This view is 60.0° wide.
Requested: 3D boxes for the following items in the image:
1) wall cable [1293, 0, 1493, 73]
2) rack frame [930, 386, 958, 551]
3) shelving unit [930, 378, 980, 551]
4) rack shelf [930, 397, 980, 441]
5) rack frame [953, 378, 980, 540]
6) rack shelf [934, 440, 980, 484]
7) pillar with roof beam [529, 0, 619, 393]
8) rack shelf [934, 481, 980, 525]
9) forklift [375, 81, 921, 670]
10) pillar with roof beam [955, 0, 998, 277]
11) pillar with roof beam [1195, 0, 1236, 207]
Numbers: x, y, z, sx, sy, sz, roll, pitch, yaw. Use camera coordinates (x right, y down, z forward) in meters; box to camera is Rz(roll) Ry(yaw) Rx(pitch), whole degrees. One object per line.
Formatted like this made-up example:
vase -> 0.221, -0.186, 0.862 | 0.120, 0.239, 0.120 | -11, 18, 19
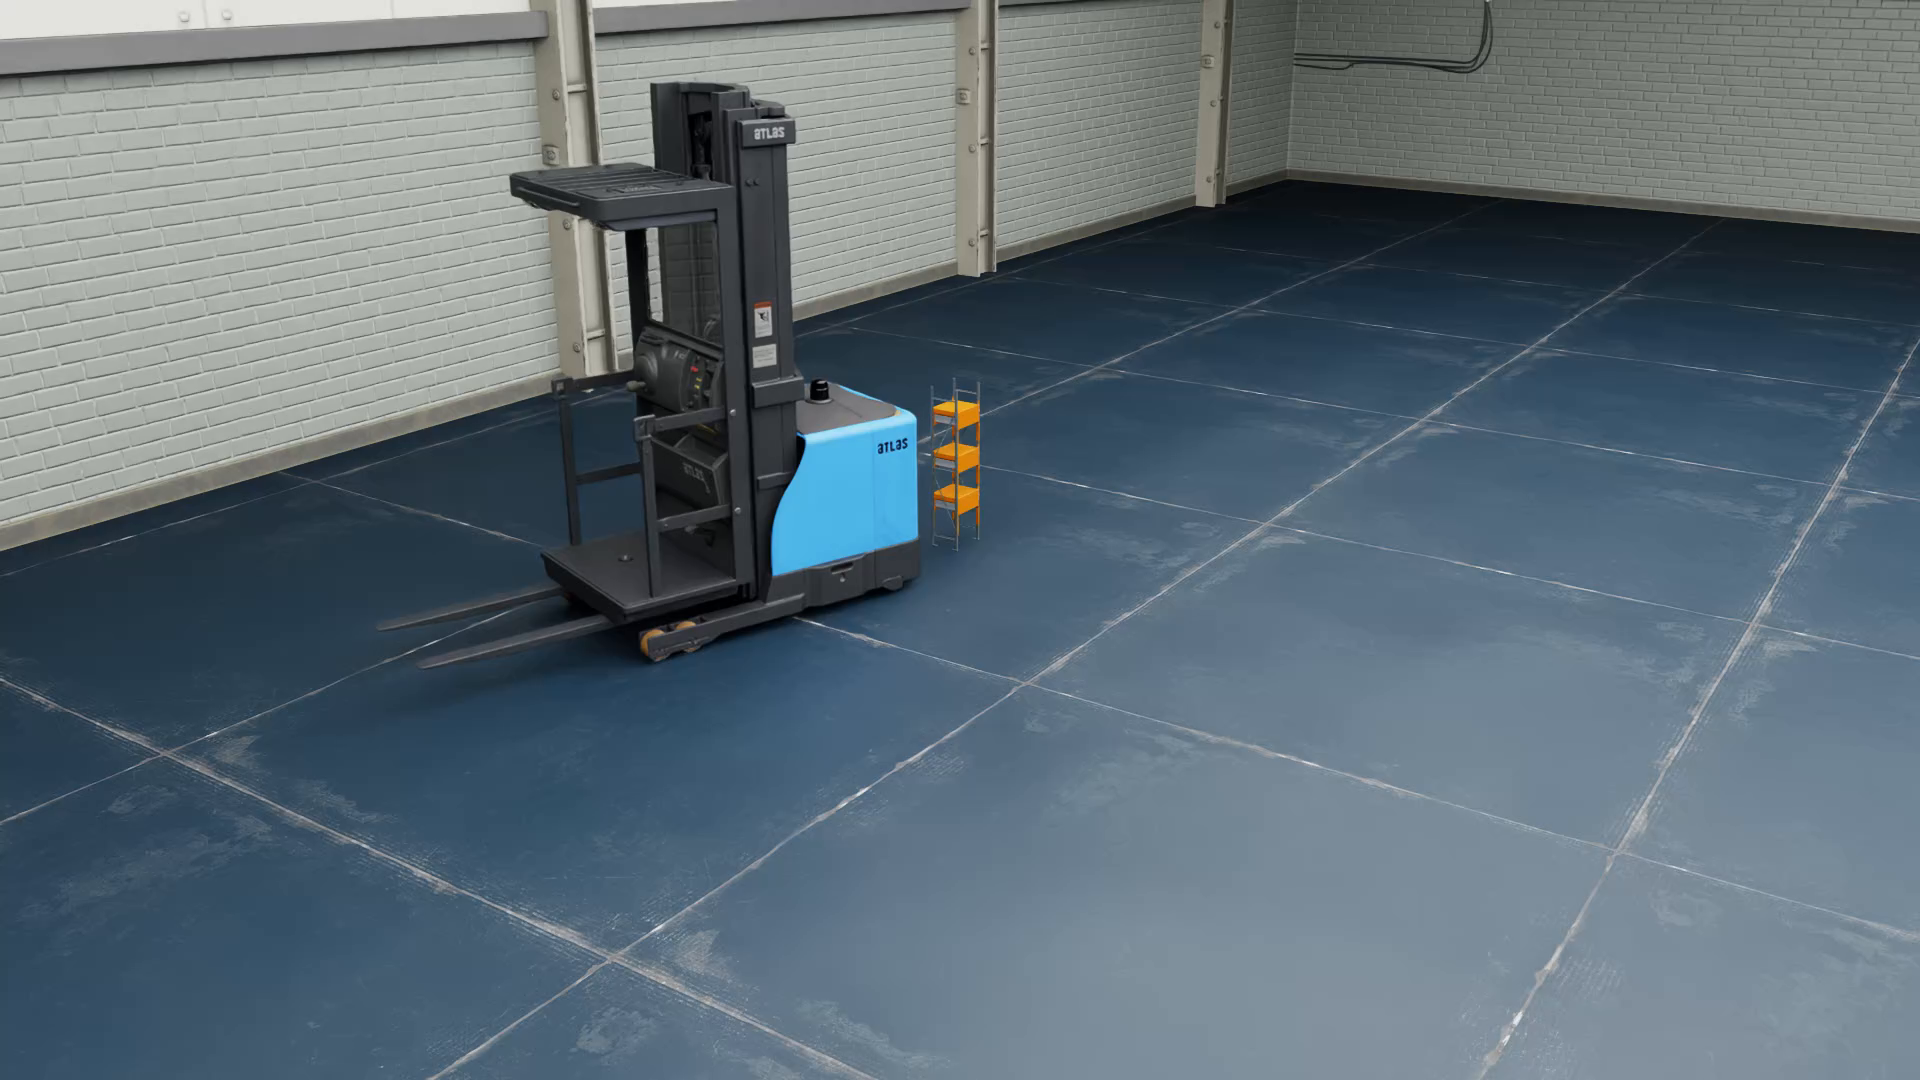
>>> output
wall cable -> 6.305, -8.134, 24.260 | 3.097, 2.526, 0.112 | 13, 24, 32
rack frame -> -0.099, -0.442, 10.447 | 0.200, 1.050, 0.008 | 13, 24, 32
shelving unit -> -0.030, -0.477, 10.541 | 0.215, 1.050, 0.252 | 13, 24, 32
rack shelf -> -0.030, -0.733, 10.447 | 0.215, 0.259, 0.240 | 13, 24, 32
rack frame -> 0.038, -0.512, 10.636 | 0.200, 1.050, 0.008 | 13, 24, 32
rack shelf -> -0.030, -0.467, 10.545 | 0.215, 0.259, 0.240 | 13, 24, 32
pillar with roof beam -> 0.370, -4.721, 10.556 | 9.100, 9.000, 0.400 | 13, 24, 32
rack shelf -> -0.030, -0.206, 10.641 | 0.215, 0.259, 0.240 | 13, 24, 32
forklift -> -1.717, -0.928, 9.048 | 3.031, 2.935, 1.130 | -15, 25, -35
pillar with roof beam -> 3.742, -6.442, 15.210 | 9.100, 9.000, 0.400 | 13, 24, 32
pillar with roof beam -> 7.115, -8.164, 19.864 | 9.100, 9.000, 0.400 | 13, 24, 32
